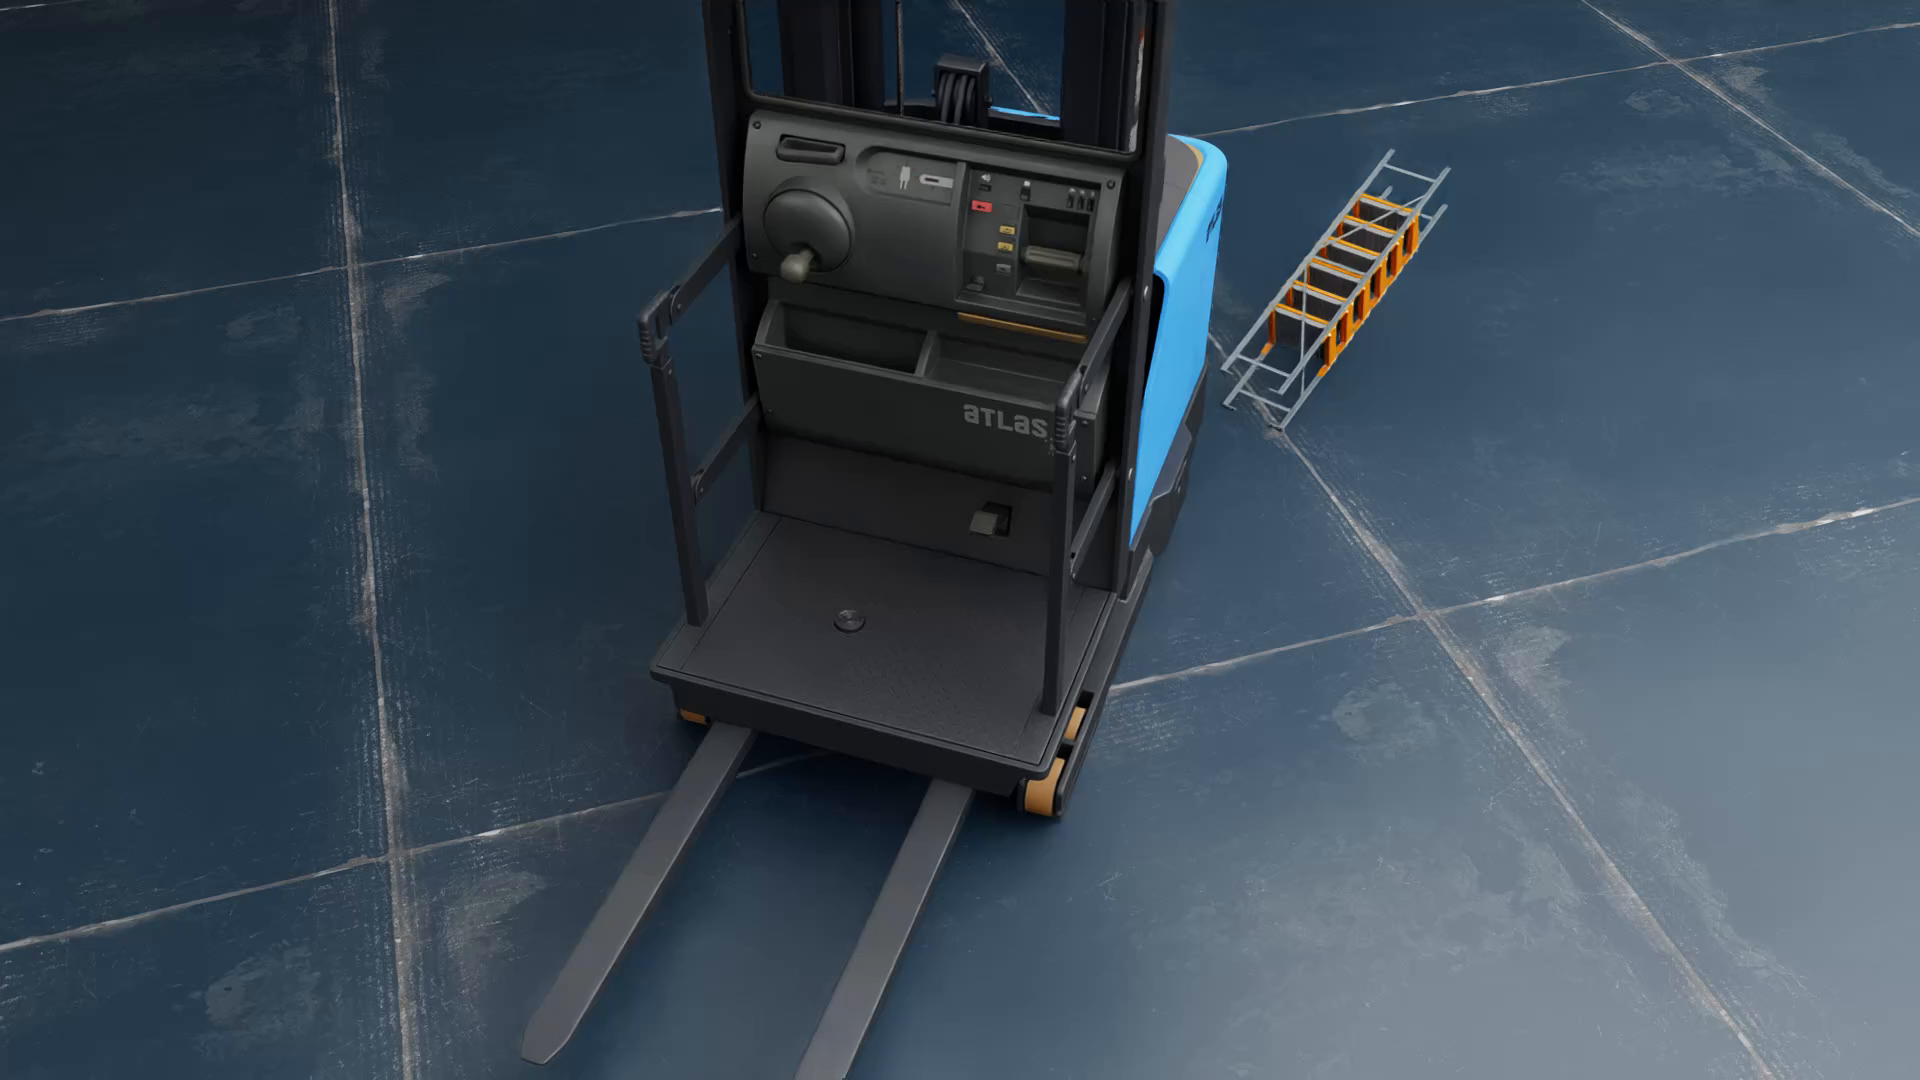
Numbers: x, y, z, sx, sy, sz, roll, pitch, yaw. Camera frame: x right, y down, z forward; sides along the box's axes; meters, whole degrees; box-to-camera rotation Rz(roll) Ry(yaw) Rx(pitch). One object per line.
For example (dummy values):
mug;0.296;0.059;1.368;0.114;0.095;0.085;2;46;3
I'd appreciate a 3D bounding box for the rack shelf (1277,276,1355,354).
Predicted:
rack shelf;1.245;-0.787;5.821;0.258;0.180;0.103;27;64;27

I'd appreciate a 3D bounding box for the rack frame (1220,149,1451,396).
rack frame;1.325;-0.957;5.812;0.240;0.006;1.200;27;64;27

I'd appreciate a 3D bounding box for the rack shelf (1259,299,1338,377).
rack shelf;1.175;-0.701;5.775;0.258;0.180;0.103;27;64;27

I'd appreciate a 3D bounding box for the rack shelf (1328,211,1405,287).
rack shelf;1.454;-1.044;5.961;0.258;0.180;0.103;27;64;27

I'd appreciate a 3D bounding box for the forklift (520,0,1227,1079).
forklift;-0.148;-0.678;3.798;1.130;2.935;3.031;13;43;14

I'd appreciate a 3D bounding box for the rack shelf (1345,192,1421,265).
rack shelf;1.524;-1.130;6.008;0.258;0.180;0.103;27;64;27

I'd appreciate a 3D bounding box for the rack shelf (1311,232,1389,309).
rack shelf;1.385;-0.958;5.915;0.258;0.180;0.103;27;64;27

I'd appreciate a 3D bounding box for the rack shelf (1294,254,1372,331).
rack shelf;1.315;-0.873;5.868;0.258;0.180;0.103;27;64;27

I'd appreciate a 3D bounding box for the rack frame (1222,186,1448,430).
rack frame;1.356;-0.852;5.958;0.240;0.006;1.200;27;64;27

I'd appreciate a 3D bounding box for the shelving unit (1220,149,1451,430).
shelving unit;1.341;-0.904;5.885;0.258;0.189;1.200;27;64;27
